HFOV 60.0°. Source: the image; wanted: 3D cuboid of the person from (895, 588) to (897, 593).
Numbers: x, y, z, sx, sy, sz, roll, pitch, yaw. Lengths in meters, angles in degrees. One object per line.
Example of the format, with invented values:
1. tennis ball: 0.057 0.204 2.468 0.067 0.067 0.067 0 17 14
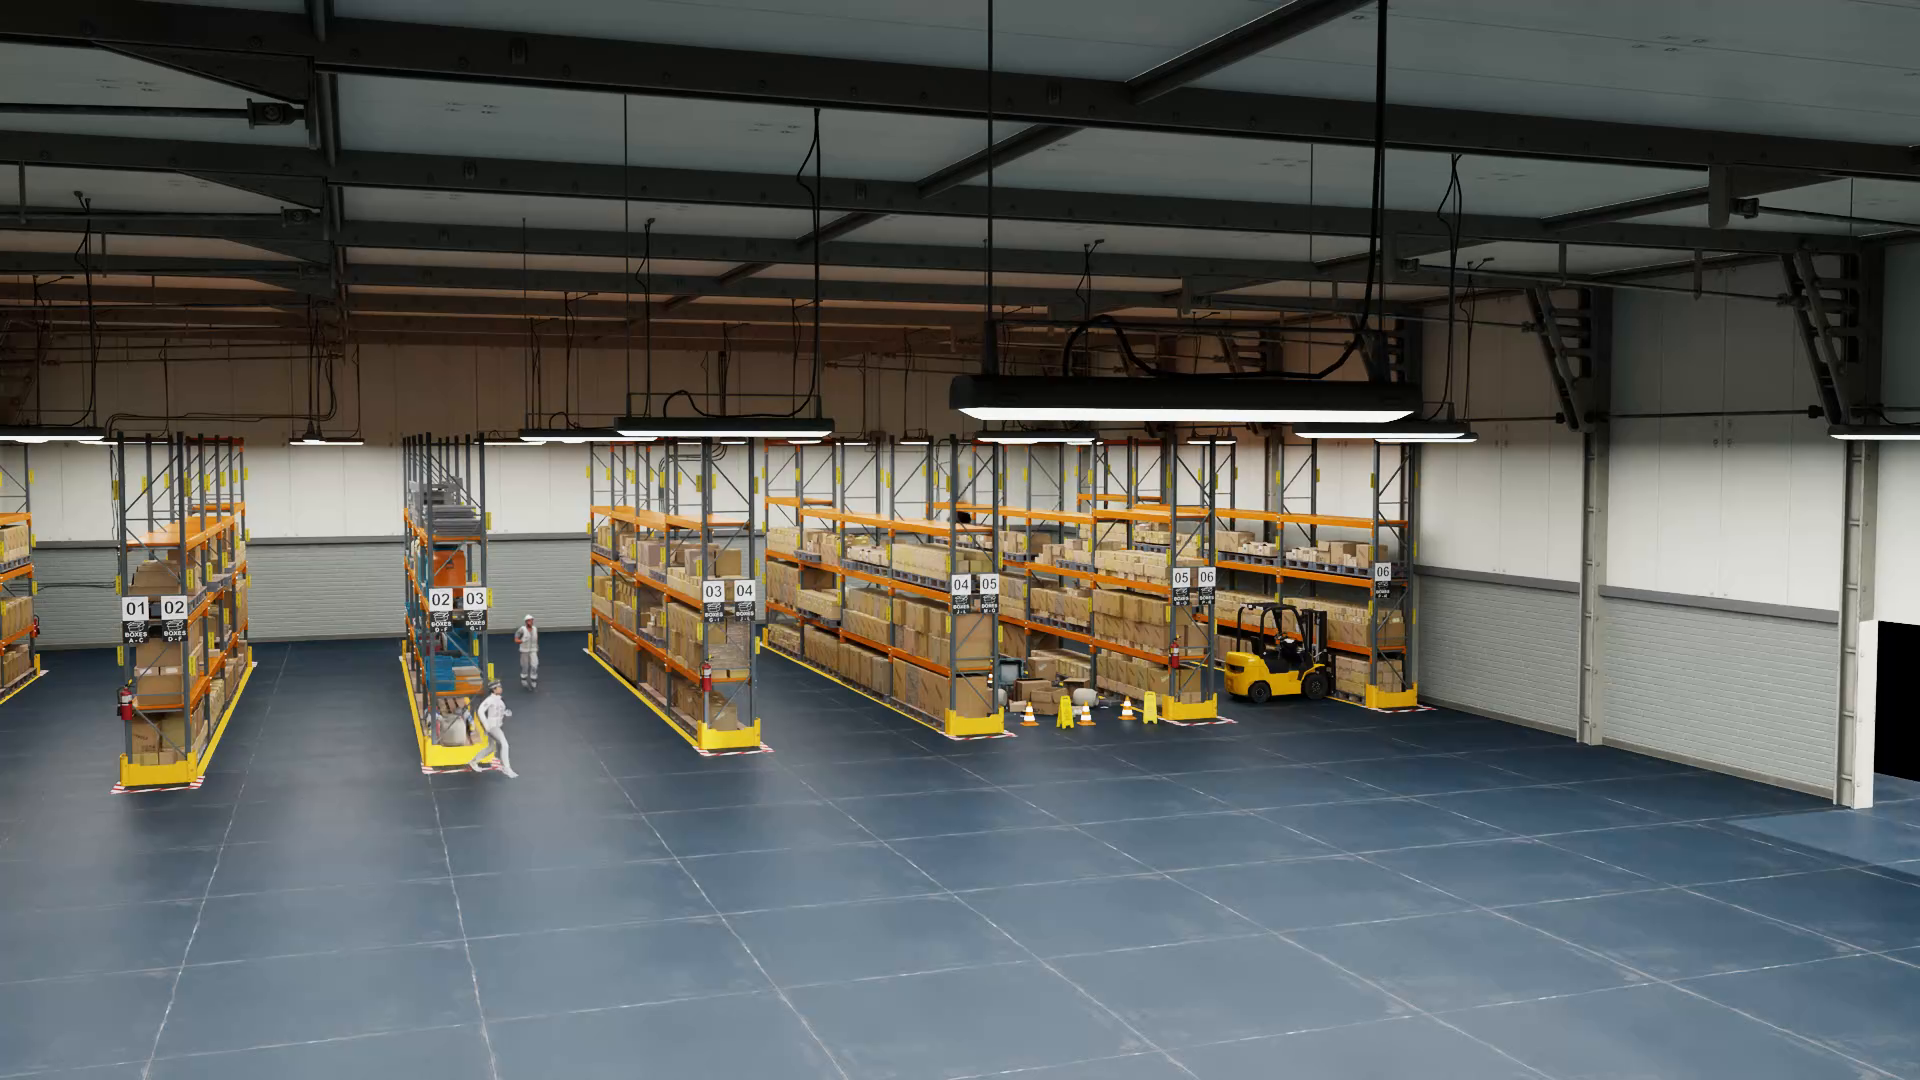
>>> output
1. person: -2.031 2.084 50.851 0.873 1.599 0.530 -1 3 -20

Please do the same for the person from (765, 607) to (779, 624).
1. person: -5.672 2.169 50.053 0.615 1.606 0.643 2 4 28

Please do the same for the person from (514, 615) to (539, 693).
1. person: -10.160 2.677 39.024 0.616 1.849 0.792 -2 4 -32

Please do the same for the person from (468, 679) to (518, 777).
1. person: -8.143 3.288 28.971 0.879 1.706 0.643 0 3 -5

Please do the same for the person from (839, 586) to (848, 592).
1. person: -3.325 2.206 48.019 0.655 1.803 0.748 -1 3 -22
